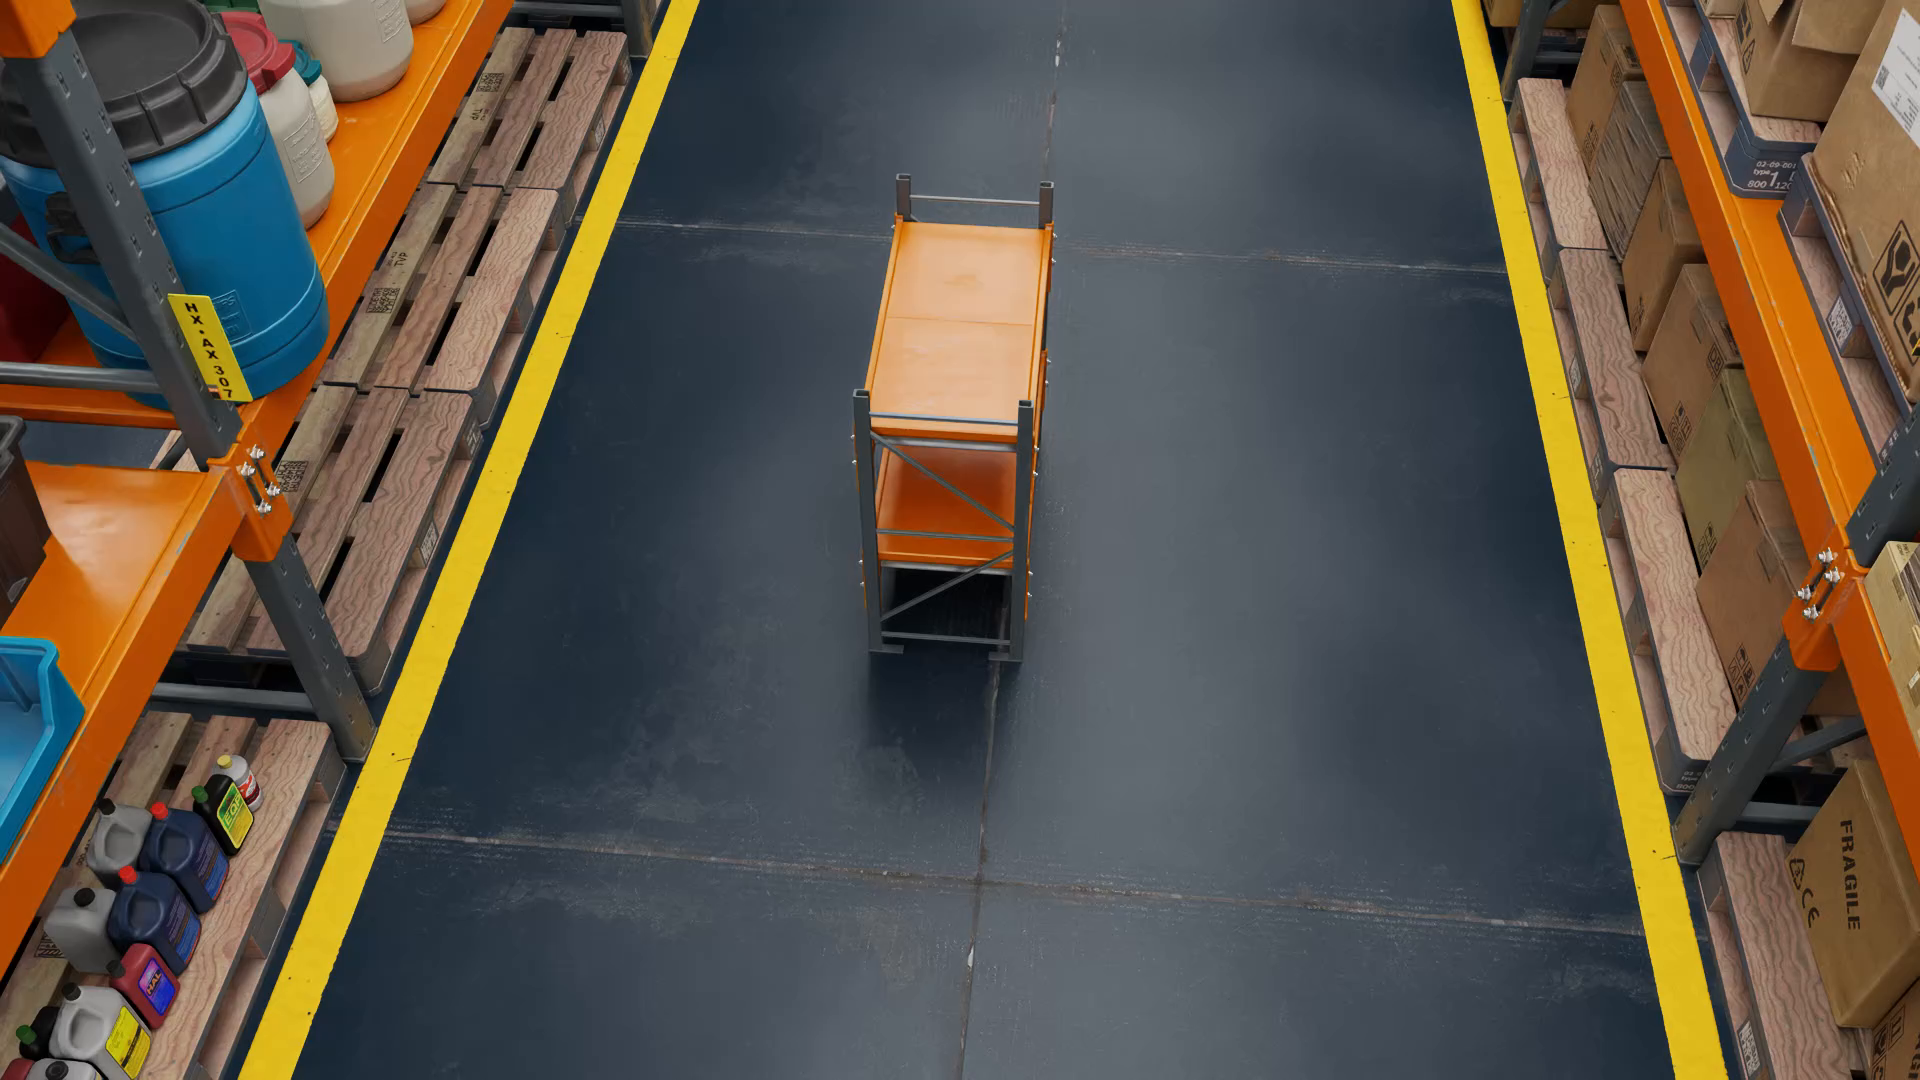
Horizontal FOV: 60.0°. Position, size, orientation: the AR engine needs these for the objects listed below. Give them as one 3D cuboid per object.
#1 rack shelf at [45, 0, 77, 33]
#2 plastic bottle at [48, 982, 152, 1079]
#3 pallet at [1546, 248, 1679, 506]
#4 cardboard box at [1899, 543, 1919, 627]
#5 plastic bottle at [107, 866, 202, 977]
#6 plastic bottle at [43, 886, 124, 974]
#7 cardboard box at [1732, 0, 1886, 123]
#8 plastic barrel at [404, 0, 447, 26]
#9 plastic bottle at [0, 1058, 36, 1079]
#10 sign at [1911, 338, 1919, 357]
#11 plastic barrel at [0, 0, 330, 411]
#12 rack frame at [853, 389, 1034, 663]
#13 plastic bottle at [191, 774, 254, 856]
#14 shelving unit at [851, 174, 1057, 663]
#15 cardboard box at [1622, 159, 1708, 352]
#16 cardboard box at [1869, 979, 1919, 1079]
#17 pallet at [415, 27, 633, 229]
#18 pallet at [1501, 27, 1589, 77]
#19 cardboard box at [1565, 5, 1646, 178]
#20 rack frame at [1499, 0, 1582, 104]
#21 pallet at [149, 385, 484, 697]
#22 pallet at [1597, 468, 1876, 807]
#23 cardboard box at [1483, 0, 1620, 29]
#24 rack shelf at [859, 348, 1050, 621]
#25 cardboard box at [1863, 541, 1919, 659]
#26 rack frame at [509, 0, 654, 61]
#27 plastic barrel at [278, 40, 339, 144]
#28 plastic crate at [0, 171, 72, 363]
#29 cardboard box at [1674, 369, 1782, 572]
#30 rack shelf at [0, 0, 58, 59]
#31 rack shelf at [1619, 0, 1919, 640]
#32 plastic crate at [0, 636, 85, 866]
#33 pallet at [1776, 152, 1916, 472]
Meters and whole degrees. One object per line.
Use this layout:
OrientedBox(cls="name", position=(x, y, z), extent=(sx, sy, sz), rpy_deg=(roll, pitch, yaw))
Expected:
OrientedBox(cls="rack shelf", position=(-2.140, -2.643, 4.589), extent=(1.077, 0.370, 4.000), rpy_deg=(4, 48, 4))
OrientedBox(cls="plastic bottle", position=(-2.141, 1.213, 4.105), extent=(0.144, 0.351, 0.185), rpy_deg=(4, 48, 3))
OrientedBox(cls="pallet", position=(2.788, -0.601, 6.157), extent=(1.003, 0.211, 1.213), rpy_deg=(4, 48, 4))
OrientedBox(cls="cardboard box", position=(2.507, 0.122, 3.337), extent=(0.875, 0.500, 0.500), rpy_deg=(4, 48, 4))
OrientedBox(cls="plastic bottle", position=(-2.112, 0.975, 4.322), extent=(0.144, 0.351, 0.185), rpy_deg=(2, 48, 2))
OrientedBox(cls="plastic bottle", position=(-2.262, 1.009, 4.342), extent=(0.152, 0.276, 0.135), rpy_deg=(4, 48, 4))
OrientedBox(cls="cardboard box", position=(2.676, -1.527, 4.760), extent=(0.797, 0.503, 0.637), rpy_deg=(8, 48, 8))
OrientedBox(cls="plastic barrel", position=(-1.911, -1.995, 5.450), extent=(0.433, 0.535, 0.433), rpy_deg=(0, 48, 0))
OrientedBox(cls="plastic bottle", position=(-2.266, 1.348, 4.027), extent=(0.061, 0.283, 0.133), rpy_deg=(4, 48, 4))
OrientedBox(cls="sign", position=(2.057, -0.496, 3.386), extent=(0.100, 0.325, 0.005), rpy_deg=(4, 48, 4))
OrientedBox(cls="plastic barrel", position=(-1.986, -0.837, 4.143), extent=(0.600, 0.901, 0.708), rpy_deg=(4, 48, 4))
OrientedBox(cls="rack frame", position=(-0.046, -0.011, 4.998), extent=(0.500, 1.125, 0.032), rpy_deg=(4, 48, 4))
OrientedBox(cls="plastic bottle", position=(-2.038, 0.740, 4.583), extent=(0.061, 0.283, 0.133), rpy_deg=(6, 48, 5))
OrientedBox(cls="shelving unit", position=(0.001, -0.385, 5.339), extent=(0.538, 1.125, 1.048), rpy_deg=(4, 48, 4))
OrientedBox(cls="cardboard box", position=(2.850, -0.996, 6.024), extent=(0.700, 0.500, 0.500), rpy_deg=(7, 48, 7))
OrientedBox(cls="cardboard box", position=(2.489, 1.344, 3.898), extent=(0.500, 0.500, 0.500), rpy_deg=(18, 50, 16))
OrientedBox(cls="pallet", position=(-2.067, -1.835, 7.286), extent=(1.003, 0.211, 1.213), rpy_deg=(4, 48, 4))
OrientedBox(cls="pallet", position=(3.121, -2.643, 8.025), extent=(1.003, 0.211, 1.213), rpy_deg=(4, 48, 4))
OrientedBox(cls="cardboard box", position=(2.933, -1.821, 6.779), extent=(0.700, 0.500, 0.500), rpy_deg=(2, 48, 1))
OrientedBox(cls="rack frame", position=(2.974, -3.010, 6.470), extent=(1.000, 3.000, 0.127), rpy_deg=(4, 48, 4))
OrientedBox(cls="pallet", position=(-2.290, -0.042, 5.646), extent=(1.003, 0.211, 1.213), rpy_deg=(4, 48, 4))
OrientedBox(cls="pallet", position=(2.679, 0.298, 5.334), extent=(1.003, 0.211, 1.213), rpy_deg=(4, 48, 4))
OrientedBox(cls="cardboard box", position=(3.058, -2.941, 7.562), extent=(1.225, 0.875, 0.875), rpy_deg=(2, 48, 2))
OrientedBox(cls="rack shelf", position=(0.001, -0.220, 5.520), extent=(0.538, 0.278, 1.000), rpy_deg=(4, 48, 4))
OrientedBox(cls="cardboard box", position=(2.291, 0.152, 3.749), extent=(0.380, 0.149, 0.250), rpy_deg=(4, 48, 4))
OrientedBox(cls="rack frame", position=(-1.958, -3.343, 6.775), extent=(1.000, 3.000, 0.127), rpy_deg=(4, 48, 4))
OrientedBox(cls="plastic barrel", position=(-2.049, -1.320, 5.018), extent=(0.301, 0.262, 0.301), rpy_deg=(0, 48, 0))
OrientedBox(cls="plastic crate", position=(-2.583, -0.802, 4.407), extent=(0.402, 0.464, 0.583), rpy_deg=(4, 48, 4))
OrientedBox(cls="cardboard box", position=(2.749, -0.175, 5.273), extent=(0.700, 0.500, 0.500), rpy_deg=(4, 48, 3))
OrientedBox(cls="rack shelf", position=(-2.505, 0.296, 1.901), extent=(1.077, 0.370, 4.000), rpy_deg=(4, 48, 4))
OrientedBox(cls="rack shelf", position=(2.792, -1.298, 5.392), extent=(1.077, 0.370, 4.000), rpy_deg=(4, 48, 4))
OrientedBox(cls="plastic crate", position=(-2.153, 0.478, 3.381), extent=(0.499, 0.251, 0.616), rpy_deg=(4, 48, 4))
OrientedBox(cls="pallet", position=(2.824, -0.558, 4.358), extent=(1.003, 0.211, 1.213), rpy_deg=(4, 48, 4))
